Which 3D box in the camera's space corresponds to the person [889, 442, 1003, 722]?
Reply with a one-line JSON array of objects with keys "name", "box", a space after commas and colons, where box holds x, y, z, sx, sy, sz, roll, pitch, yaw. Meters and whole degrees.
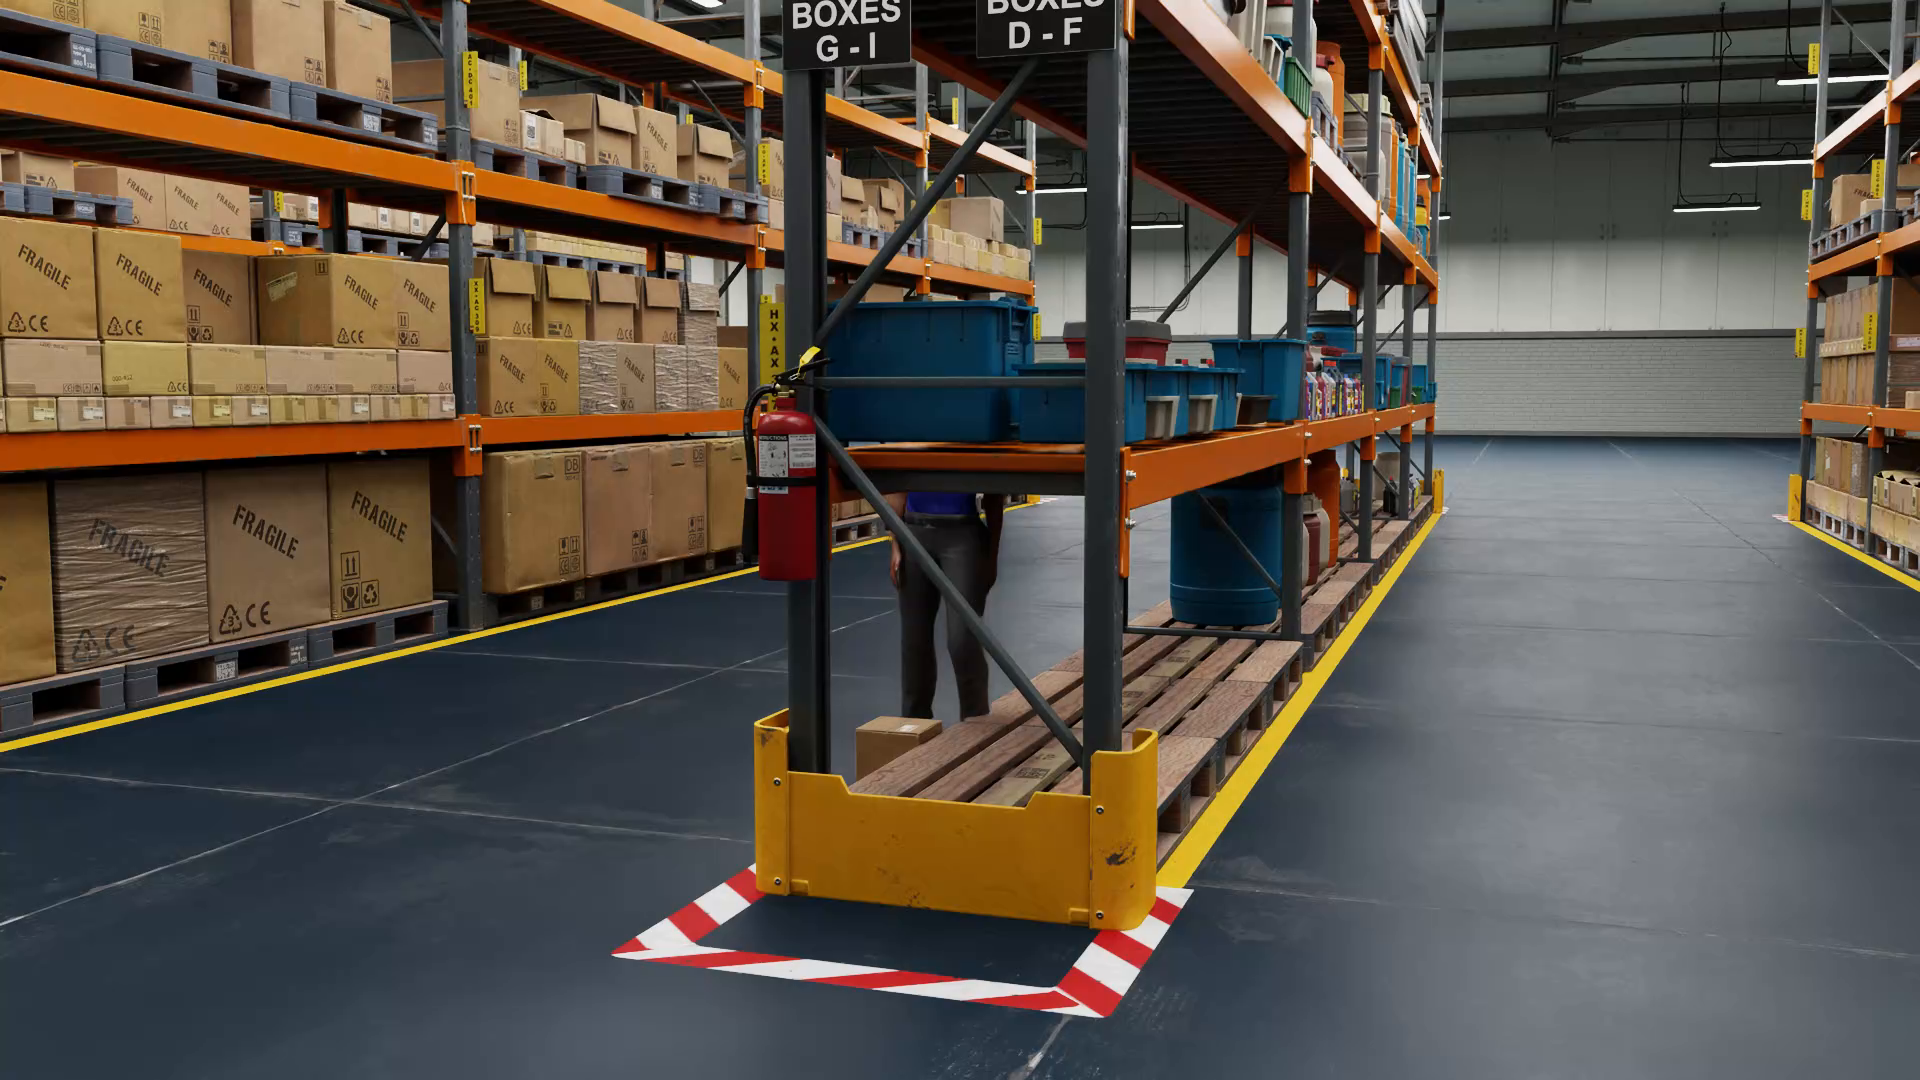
[{"name": "person", "box": [-0.062, 0.052, 6.537, 0.442, 1.658, 0.371, 2, 6, 19]}]
